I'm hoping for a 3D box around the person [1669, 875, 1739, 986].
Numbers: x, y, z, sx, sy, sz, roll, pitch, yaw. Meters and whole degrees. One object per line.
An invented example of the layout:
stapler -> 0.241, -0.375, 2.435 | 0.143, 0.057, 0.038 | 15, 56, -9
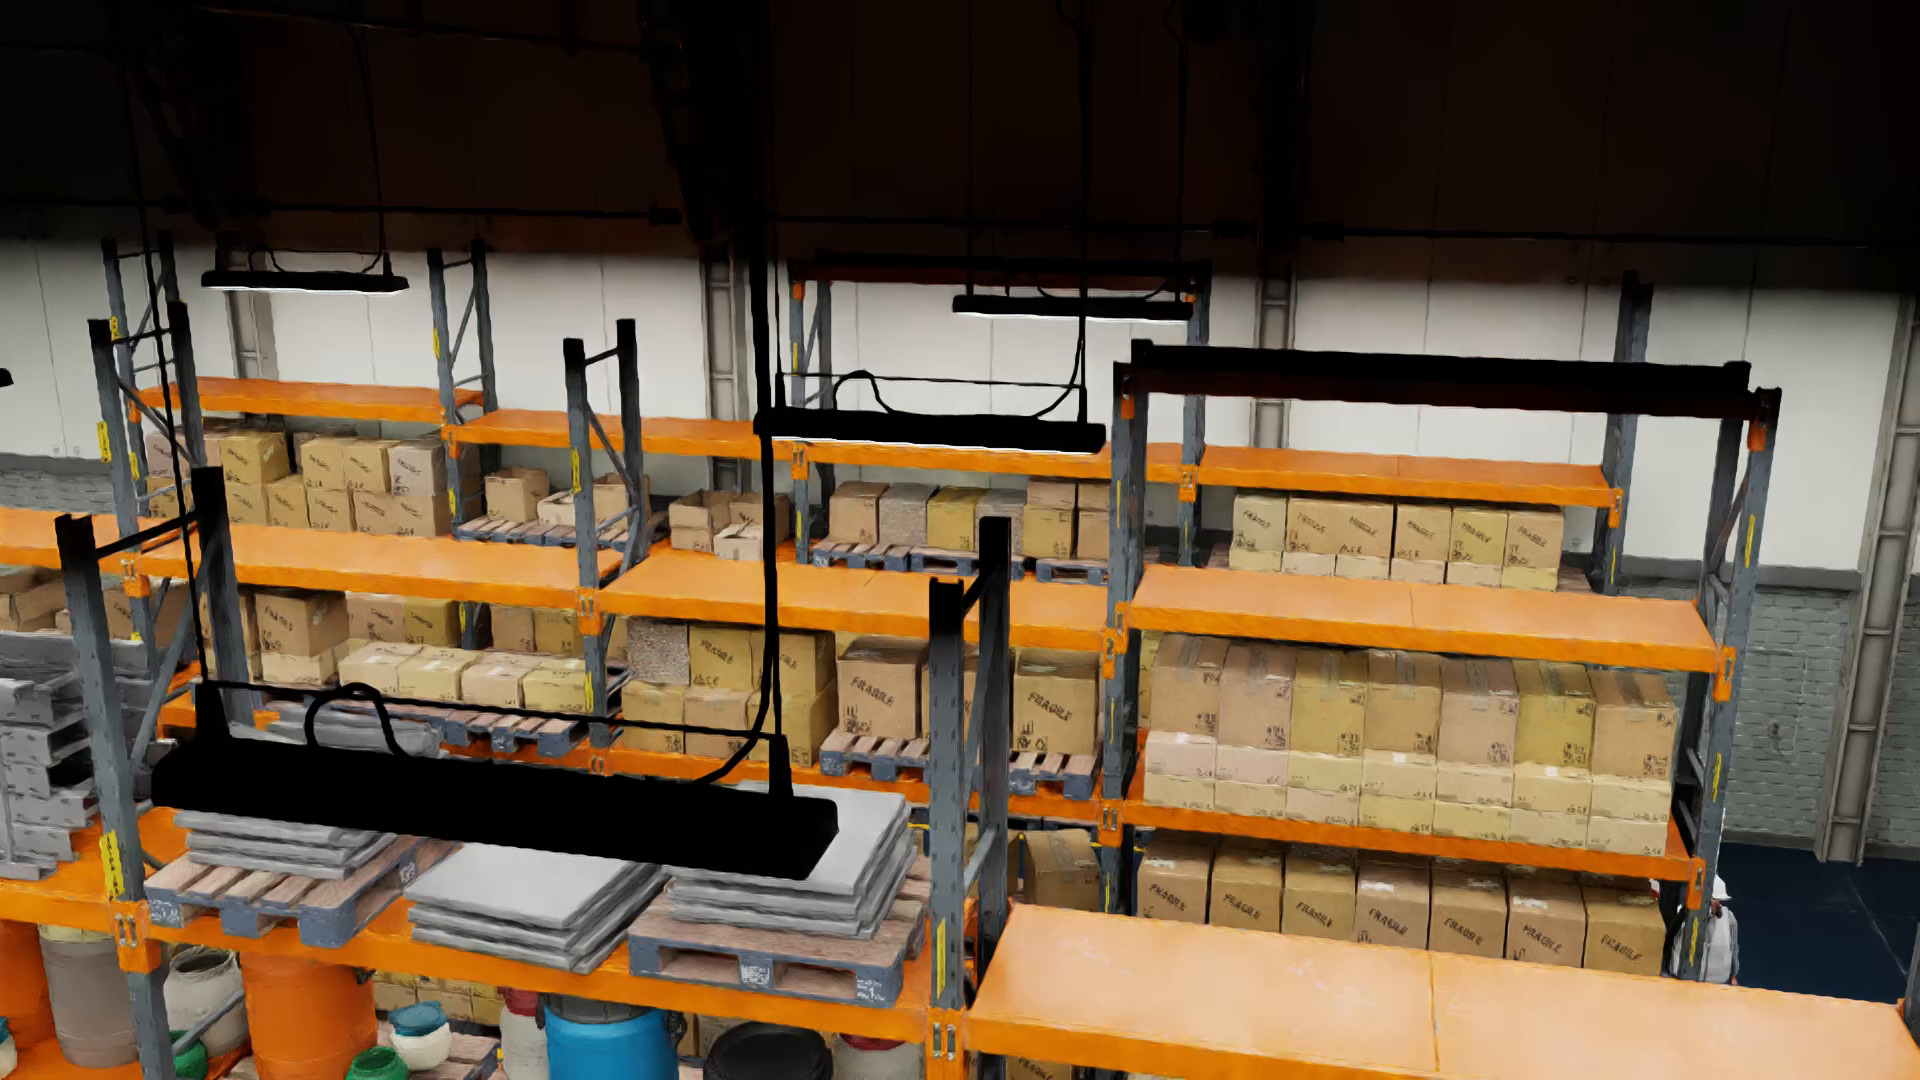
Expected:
person -> 5.900, 3.475, 13.275 | 0.591, 1.778, 0.394 | 3, 17, 11
